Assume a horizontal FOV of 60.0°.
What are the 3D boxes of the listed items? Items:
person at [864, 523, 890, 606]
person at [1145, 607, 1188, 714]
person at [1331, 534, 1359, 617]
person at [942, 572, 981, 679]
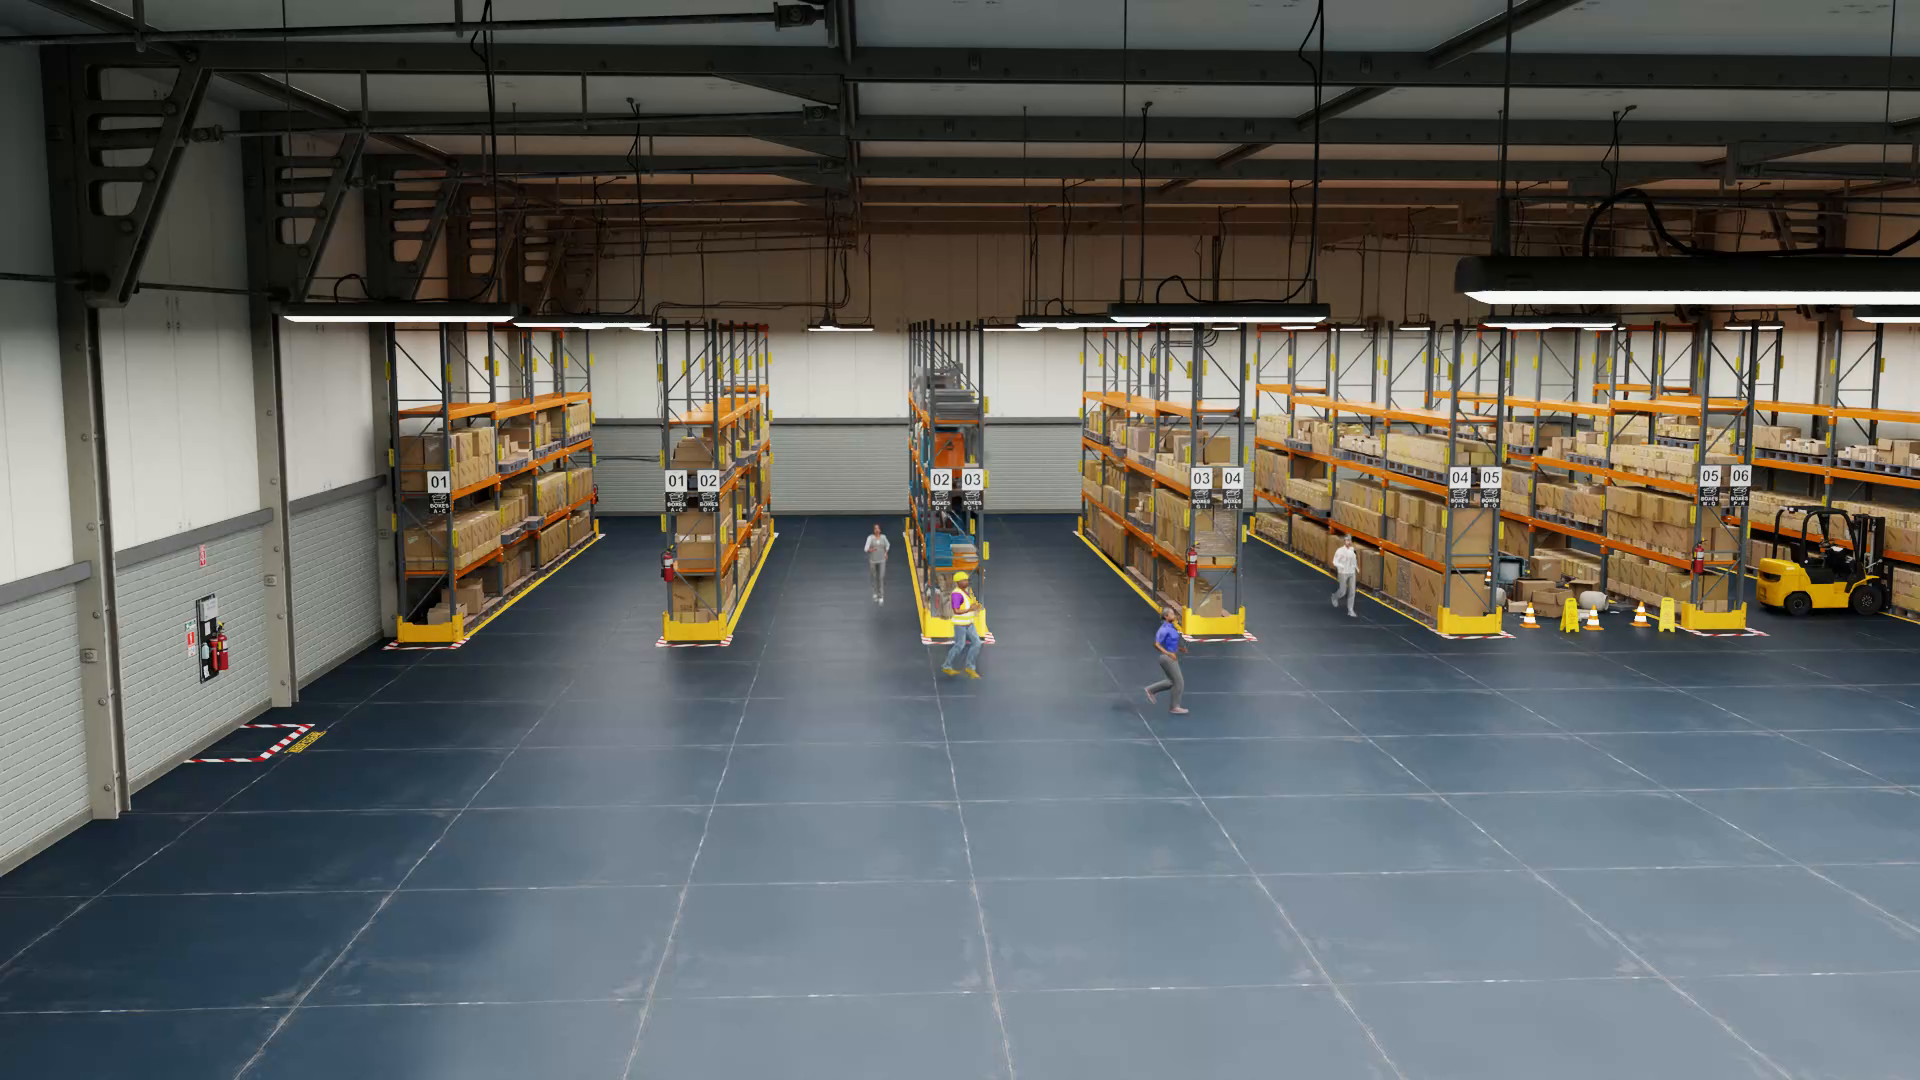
[{"bbox_3d":[-1.664,0.472,33.538,0.532,1.621,0.737,-1,7,-7],"label":"person"},{"bbox_3d":[3.143,1.825,25.199,0.657,1.596,0.581,3,8,20],"label":"person"},{"bbox_3d":[7.901,0.691,33.959,0.618,1.669,0.890,-2,7,-16],"label":"person"},{"bbox_3d":[0.054,1.435,27.700,0.717,1.825,0.674,3,8,25],"label":"person"}]
